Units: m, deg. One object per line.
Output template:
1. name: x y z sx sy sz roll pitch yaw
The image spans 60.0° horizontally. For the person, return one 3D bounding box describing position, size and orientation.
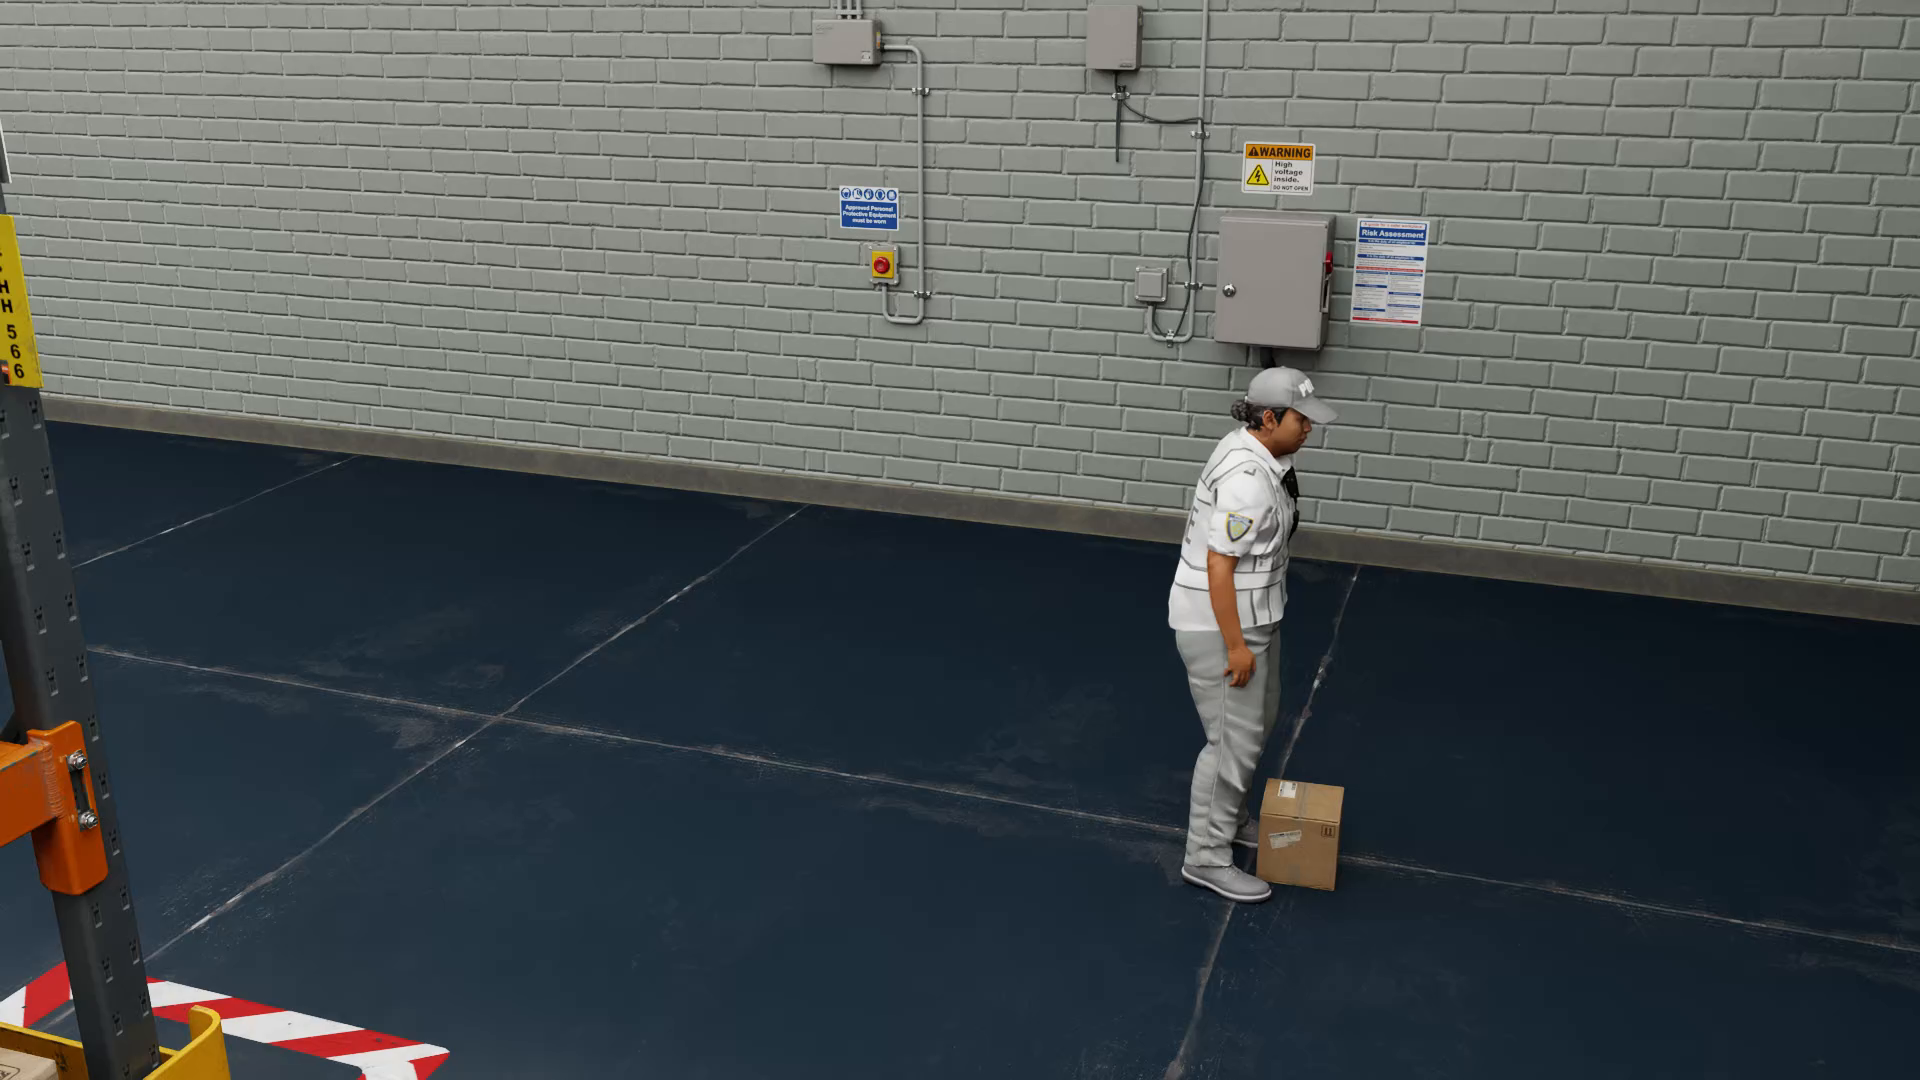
1. person: 0.904 0.271 5.257 0.473 1.666 0.547 6 20 17
